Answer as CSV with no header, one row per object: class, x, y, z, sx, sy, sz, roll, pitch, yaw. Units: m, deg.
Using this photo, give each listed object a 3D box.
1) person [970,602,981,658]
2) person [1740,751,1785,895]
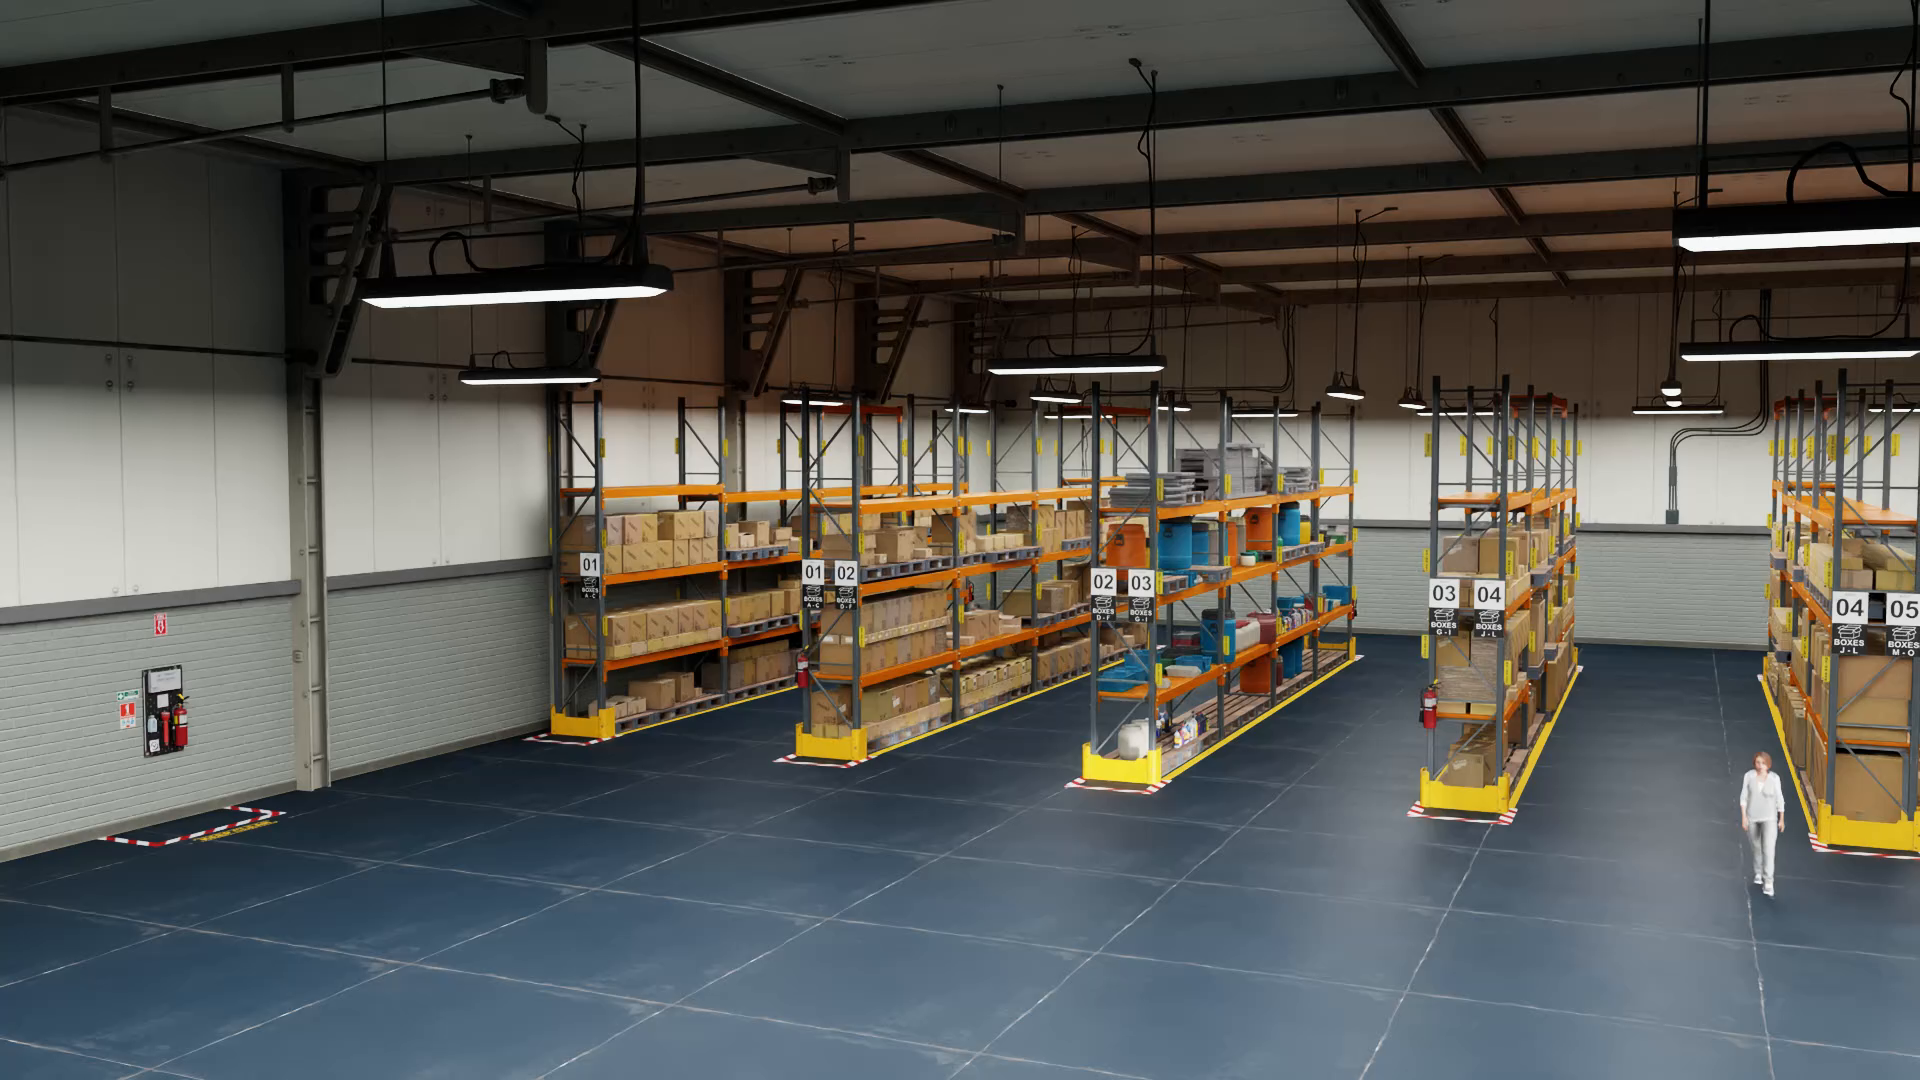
person,0.399,2.168,36.798,0.545,1.612,0.744,2,4,33
person,9.033,3.163,18.757,0.445,1.557,0.890,2,4,34
